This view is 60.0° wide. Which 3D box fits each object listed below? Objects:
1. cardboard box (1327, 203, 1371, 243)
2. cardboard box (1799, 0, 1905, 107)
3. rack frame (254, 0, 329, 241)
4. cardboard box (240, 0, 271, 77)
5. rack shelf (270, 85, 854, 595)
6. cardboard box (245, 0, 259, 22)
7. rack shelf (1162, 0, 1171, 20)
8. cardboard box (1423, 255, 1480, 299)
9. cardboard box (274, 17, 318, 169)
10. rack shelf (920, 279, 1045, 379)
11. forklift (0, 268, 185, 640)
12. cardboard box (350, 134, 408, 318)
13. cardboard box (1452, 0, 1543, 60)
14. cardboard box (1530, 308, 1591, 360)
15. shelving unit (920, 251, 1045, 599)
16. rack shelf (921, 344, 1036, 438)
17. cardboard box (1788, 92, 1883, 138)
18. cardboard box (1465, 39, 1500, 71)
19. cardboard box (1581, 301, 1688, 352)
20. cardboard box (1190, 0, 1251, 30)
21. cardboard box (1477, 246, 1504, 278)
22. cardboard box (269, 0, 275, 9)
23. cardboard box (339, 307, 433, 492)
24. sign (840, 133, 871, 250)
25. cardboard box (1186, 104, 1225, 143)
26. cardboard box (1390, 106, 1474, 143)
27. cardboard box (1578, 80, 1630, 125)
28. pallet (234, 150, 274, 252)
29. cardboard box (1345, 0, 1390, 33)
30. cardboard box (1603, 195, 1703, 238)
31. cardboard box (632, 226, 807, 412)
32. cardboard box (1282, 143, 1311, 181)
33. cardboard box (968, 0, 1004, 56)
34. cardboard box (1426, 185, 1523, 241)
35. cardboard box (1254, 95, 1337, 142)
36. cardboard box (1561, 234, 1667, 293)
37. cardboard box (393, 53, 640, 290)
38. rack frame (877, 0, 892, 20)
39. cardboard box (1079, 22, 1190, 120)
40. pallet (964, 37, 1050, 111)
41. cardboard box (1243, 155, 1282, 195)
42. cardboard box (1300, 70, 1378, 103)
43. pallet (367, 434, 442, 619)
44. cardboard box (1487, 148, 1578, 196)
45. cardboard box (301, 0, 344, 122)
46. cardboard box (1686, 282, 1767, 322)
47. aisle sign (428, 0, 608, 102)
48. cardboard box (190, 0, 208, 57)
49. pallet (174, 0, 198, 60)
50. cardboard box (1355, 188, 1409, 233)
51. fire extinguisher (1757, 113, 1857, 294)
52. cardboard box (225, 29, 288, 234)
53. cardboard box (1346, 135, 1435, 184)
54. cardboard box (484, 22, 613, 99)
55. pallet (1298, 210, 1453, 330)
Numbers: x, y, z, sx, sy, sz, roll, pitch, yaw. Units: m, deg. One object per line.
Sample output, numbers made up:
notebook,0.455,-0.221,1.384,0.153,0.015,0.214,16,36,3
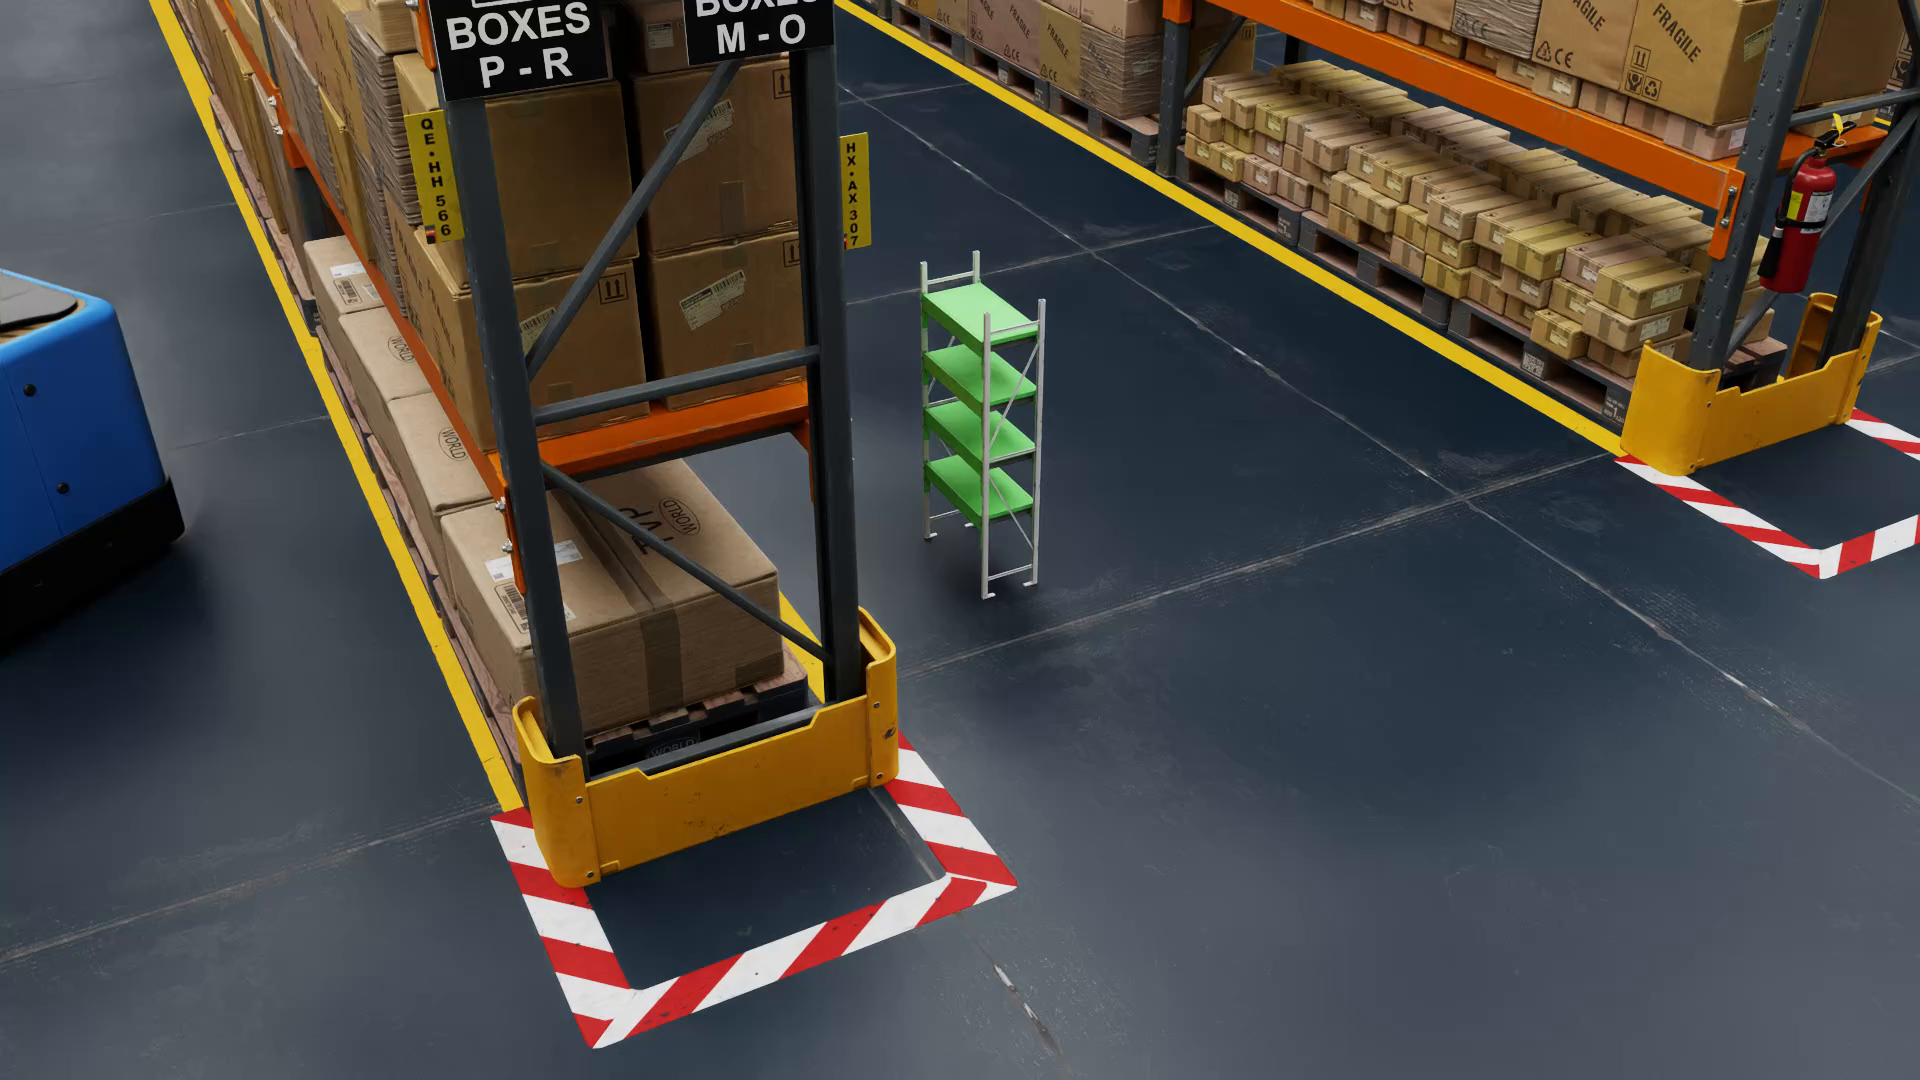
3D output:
cardboard box,2.204,-1.739,8.937,0.380,0.149,0.250,-17,36,-24
cardboard box,3.578,-2.168,6.985,0.500,0.500,0.500,-14,35,-21
rack frame,-2.654,-2.333,7.611,1.000,3.000,0.127,-16,36,-23
cardboard box,-3.086,-2.420,7.886,0.500,0.250,0.500,-17,36,-24
rack shelf,-1.722,-1.076,6.315,1.077,0.370,4.000,-16,36,-23
cardboard box,-3.075,-2.629,7.749,0.500,0.250,0.500,-16,36,-23
rack shelf,0.745,-4.278,11.313,1.077,0.370,4.000,-16,36,-23
cardboard box,2.555,-1.358,8.342,0.380,0.149,0.250,-18,37,-25
cardboard box,-2.436,-1.844,6.755,0.500,0.500,0.500,-16,36,-23
rack shelf,0.077,-0.777,6.079,0.258,0.148,0.480,-16,36,-23
forklift,-4.651,-1.367,6.167,3.031,2.935,1.130,16,36,24
cardboard box,-1.717,-1.116,5.619,0.500,0.500,0.500,-15,36,-22
cardboard box,2.625,-2.521,7.536,0.500,0.500,0.500,-16,36,-23
cardboard box,2.904,-0.990,7.768,0.380,0.149,0.250,-15,35,-22
shelving unit,0.077,-0.426,6.303,0.258,1.200,0.503,-16,36,-23
rack shelf,0.077,-0.574,6.208,0.258,0.148,0.480,-16,36,-23
cardboard box,3.682,-1.849,7.088,0.380,0.149,0.250,-16,36,-23
cardboard box,2.618,-2.333,7.844,0.380,0.149,0.250,-17,37,-25
cardboard box,3.044,-0.999,7.506,0.380,0.149,0.250,-17,36,-24
cardboard box,1.567,-3.485,10.642,0.500,0.250,0.500,-18,37,-25
cardboard box,2.766,-1.401,8.133,0.380,0.149,0.250,-16,36,-24
cardboard box,-2.646,-2.508,6.864,0.500,0.500,0.500,-16,36,-23
cardboard box,-2.038,-0.677,7.012,0.875,0.438,0.875,-17,36,-24
sign,-0.295,-0.959,4.590,0.100,0.325,0.005,-16,36,-23
cardboard box,1.564,-2.474,9.809,0.380,0.149,0.250,-14,35,-21
cardboard box,2.611,-2.270,9.215,0.380,0.149,0.250,-18,37,-25
cardboard box,2.928,-1.940,7.230,0.380,0.149,0.250,-16,36,-24
pallet,-3.653,-2.091,9.818,1.003,0.211,1.213,-16,36,-23
cardboard box,2.178,-2.687,8.396,0.380,0.149,0.250,-14,35,-21
cardboard box,3.360,-1.533,8.065,0.380,0.149,0.250,-16,36,-23
cardboard box,-0.759,-0.767,5.074,0.500,0.500,0.500,-16,36,-23
cardboard box,2.030,-2.139,9.286,0.380,0.149,0.250,-18,37,-25
cardboard box,0.398,-3.775,11.789,0.500,0.500,0.500,-17,36,-24
cardboard box,2.533,-1.613,8.189,0.380,0.149,0.250,-15,35,-21
cardboard box,1.893,-2.382,9.389,0.380,0.149,0.250,-16,36,-24
cardboard box,3.006,-1.267,7.650,0.380,0.149,0.250,-15,36,-22
cardboard box,-1.224,-1.057,4.600,0.500,0.500,0.500,-15,35,-22
rack frame,-0.187,-5.535,12.609,1.000,3.000,0.127,-16,36,-23
cardboard box,1.110,-3.040,10.643,0.500,0.500,0.500,-17,36,-24
pallet,0.741,-3.406,11.871,1.003,0.211,1.213,-16,36,-23
cardboard box,1.849,-2.115,9.525,0.380,0.149,0.250,-16,36,-23
cardboard box,2.228,-2.637,9.787,0.380,0.149,0.250,-15,36,-23
pallet,-1.796,-0.193,6.856,1.003,0.211,1.213,-16,36,-23
cardboard box,2.968,-1.903,8.641,0.380,0.149,0.250,-15,36,-22
cardboard box,-1.955,-1.777,5.723,0.500,0.500,0.500,-16,36,-23
cardboard box,3.526,-1.134,7.716,0.380,0.149,0.250,-14,35,-21
aisle sign,-1.030,-1.406,3.755,0.394,0.787,0.004,-16,36,-23
cardboard box,-4.774,-3.584,11.611,0.950,0.372,0.625,-18,37,-26
pallet,-5.447,-4.022,12.833,1.003,0.211,1.213,-16,36,-23
cardboard box,2.292,-1.742,8.666,0.380,0.149,0.250,-15,36,-23
fire extinguisher,3.252,-1.291,6.402,0.296,0.674,0.183,-16,36,-23
cardboard box,-3.442,-2.320,9.171,0.875,0.875,0.875,-15,36,-22
cardboard box,2.281,-2.012,8.812,0.380,0.149,0.250,-17,37,-25
cardboard box,-1.134,-1.281,4.348,0.380,0.149,0.250,-15,36,-22
pallet,2.595,-1.557,8.985,1.003,0.211,1.213,-16,36,-23
